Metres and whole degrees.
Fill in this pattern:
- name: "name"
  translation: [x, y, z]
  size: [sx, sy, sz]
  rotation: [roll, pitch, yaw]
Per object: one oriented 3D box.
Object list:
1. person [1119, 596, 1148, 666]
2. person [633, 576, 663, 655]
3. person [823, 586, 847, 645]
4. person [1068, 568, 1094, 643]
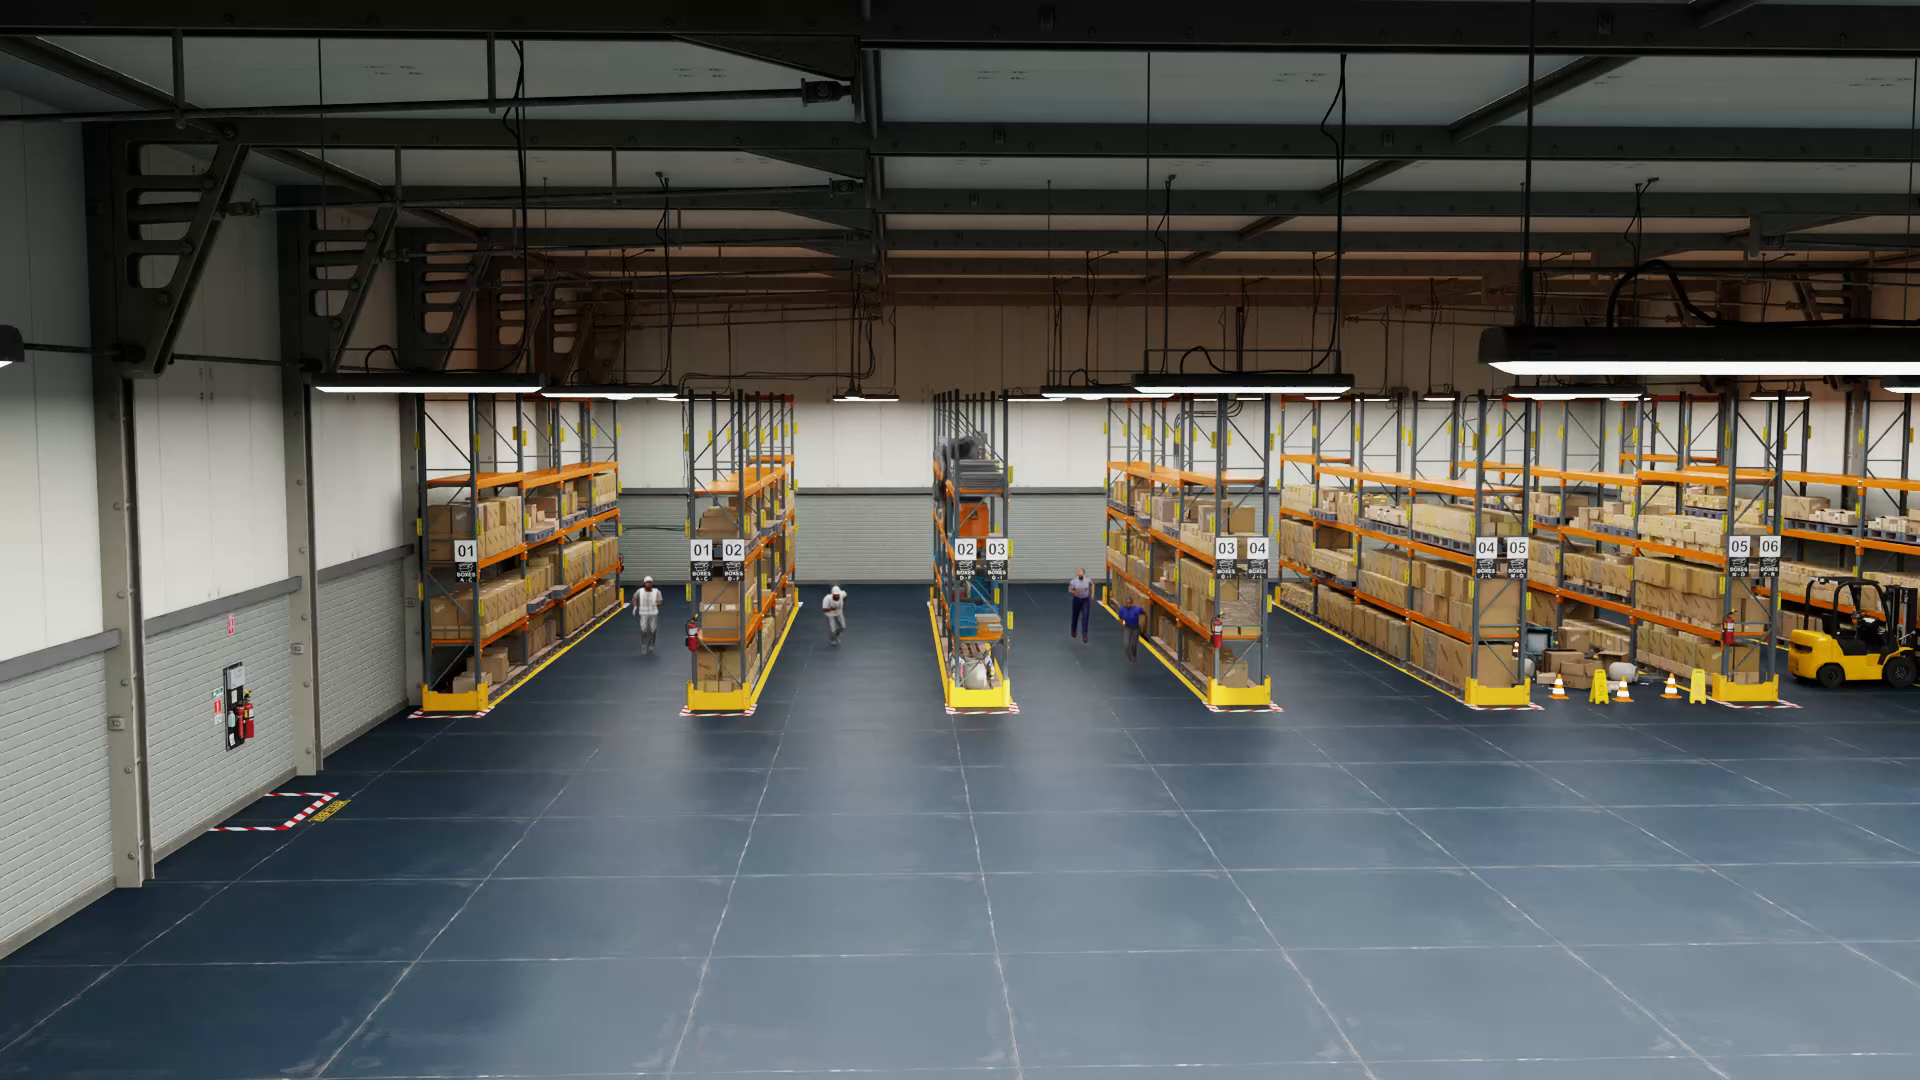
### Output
- name: "person"
  translation: [3.583, 1.887, 34.438]
  size: [0.590, 1.494, 0.729]
  rotation: [1, 5, 17]
- name: "person"
  translation: [-7.143, 1.731, 38.059]
  size: [0.678, 1.792, 0.711]
  rotation: [-1, 5, -12]
- name: "person"
  translation: [-2.935, 1.779, 39.210]
  size: [0.721, 1.469, 0.987]
  rotation: [-2, 5, -22]
- name: "person"
  translation: [2.817, 1.495, 38.636]
  size: [0.617, 1.699, 0.847]
  rotation: [0, 5, 0]
